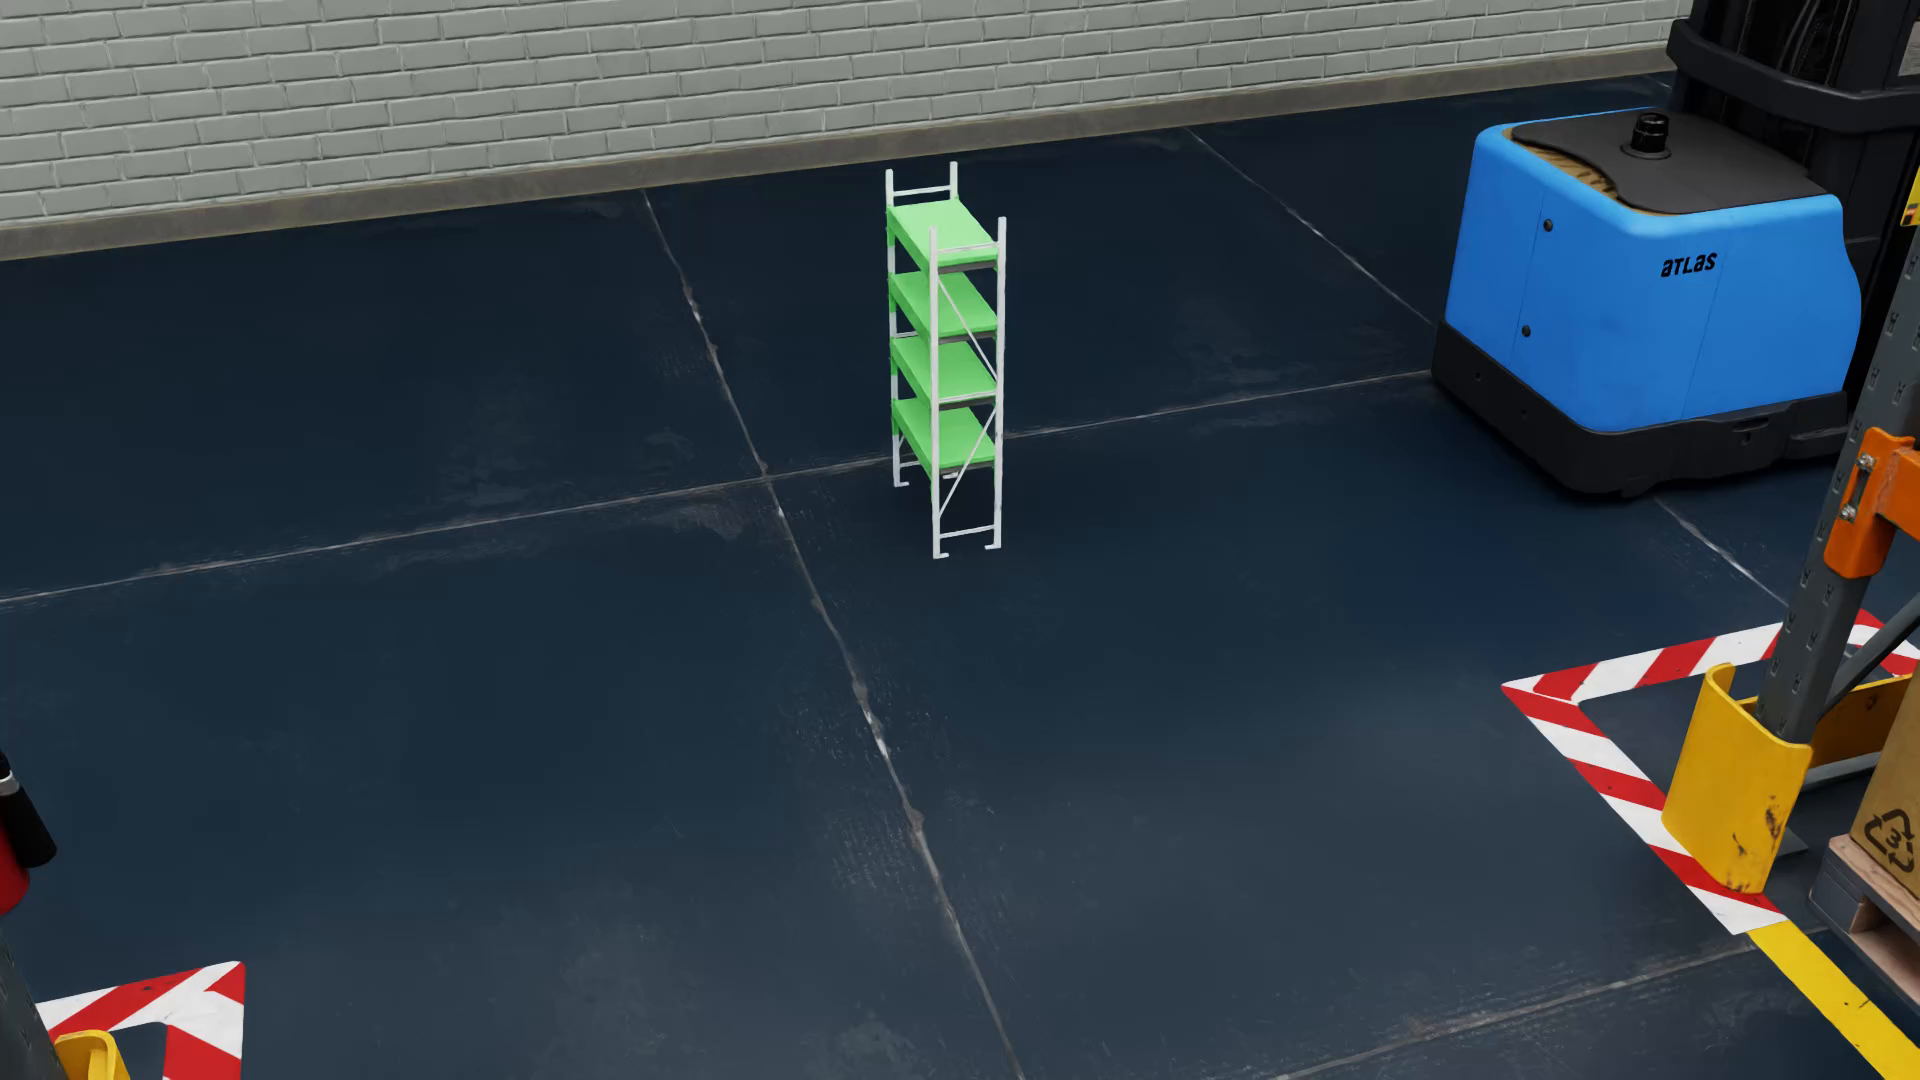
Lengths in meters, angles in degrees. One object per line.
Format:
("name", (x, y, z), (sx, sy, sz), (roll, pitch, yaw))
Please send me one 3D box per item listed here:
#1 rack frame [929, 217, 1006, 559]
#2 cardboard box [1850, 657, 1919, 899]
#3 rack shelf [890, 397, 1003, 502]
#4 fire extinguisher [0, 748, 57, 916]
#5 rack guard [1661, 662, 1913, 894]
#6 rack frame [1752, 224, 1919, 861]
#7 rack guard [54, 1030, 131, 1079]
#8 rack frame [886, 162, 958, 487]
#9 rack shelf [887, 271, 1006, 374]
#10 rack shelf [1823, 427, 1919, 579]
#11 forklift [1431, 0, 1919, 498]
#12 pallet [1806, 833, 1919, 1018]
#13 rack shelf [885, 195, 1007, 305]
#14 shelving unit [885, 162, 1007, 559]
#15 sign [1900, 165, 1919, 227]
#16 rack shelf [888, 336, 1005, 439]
("rack frame", (0.024, -0.459, 5.357), (0.240, 1.200, 0.015), (-10, 35, -15))
("cardboard box", (2.802, 0.543, 3.754), (0.875, 0.875, 0.875), (-10, 35, -15))
("rack shelf", (-0.050, -0.334, 5.718), (0.258, 0.148, 0.480), (-10, 35, -15))
("fire extinguisher", (-1.800, 0.374, 2.871), (0.296, 0.674, 0.183), (-10, 35, -15))
("rack guard", (2.523, 0.539, 4.481), (1.175, 0.500, 0.348), (-10, 35, -15))
("rack frame", (2.530, -0.491, 3.772), (1.000, 3.000, 0.127), (-10, 35, -15))
("rack guard", (-2.206, 1.374, 3.217), (1.175, 0.500, 0.348), (-10, 35, -15))
("rack frame", (-0.125, -0.716, 5.745), (0.240, 1.200, 0.015), (-10, 35, -15))
("rack shelf", (-0.050, -0.734, 5.454), (0.258, 0.148, 0.480), (-10, 35, -15))
("rack shelf", (3.140, 0.859, 2.382), (1.077, 0.370, 4.000), (-10, 35, -15))
("forklift", (3.450, -1.845, 5.884), (3.031, 2.935, 1.130), (-10, 35, -15))
("pallet", (2.849, 1.079, 3.926), (1.003, 0.211, 1.213), (-10, 35, -15))
("rack shelf", (-0.050, -0.935, 5.321), (0.258, 0.148, 0.480), (-10, 35, -15))
("shelving unit", (-0.050, -0.587, 5.551), (0.258, 1.200, 0.503), (-10, 35, -15))
("sign", (2.000, -0.795, 3.375), (0.100, 0.325, 0.005), (-10, 35, -15))
("rack shelf", (-0.050, -0.534, 5.586), (0.258, 0.148, 0.480), (-10, 35, -15))
